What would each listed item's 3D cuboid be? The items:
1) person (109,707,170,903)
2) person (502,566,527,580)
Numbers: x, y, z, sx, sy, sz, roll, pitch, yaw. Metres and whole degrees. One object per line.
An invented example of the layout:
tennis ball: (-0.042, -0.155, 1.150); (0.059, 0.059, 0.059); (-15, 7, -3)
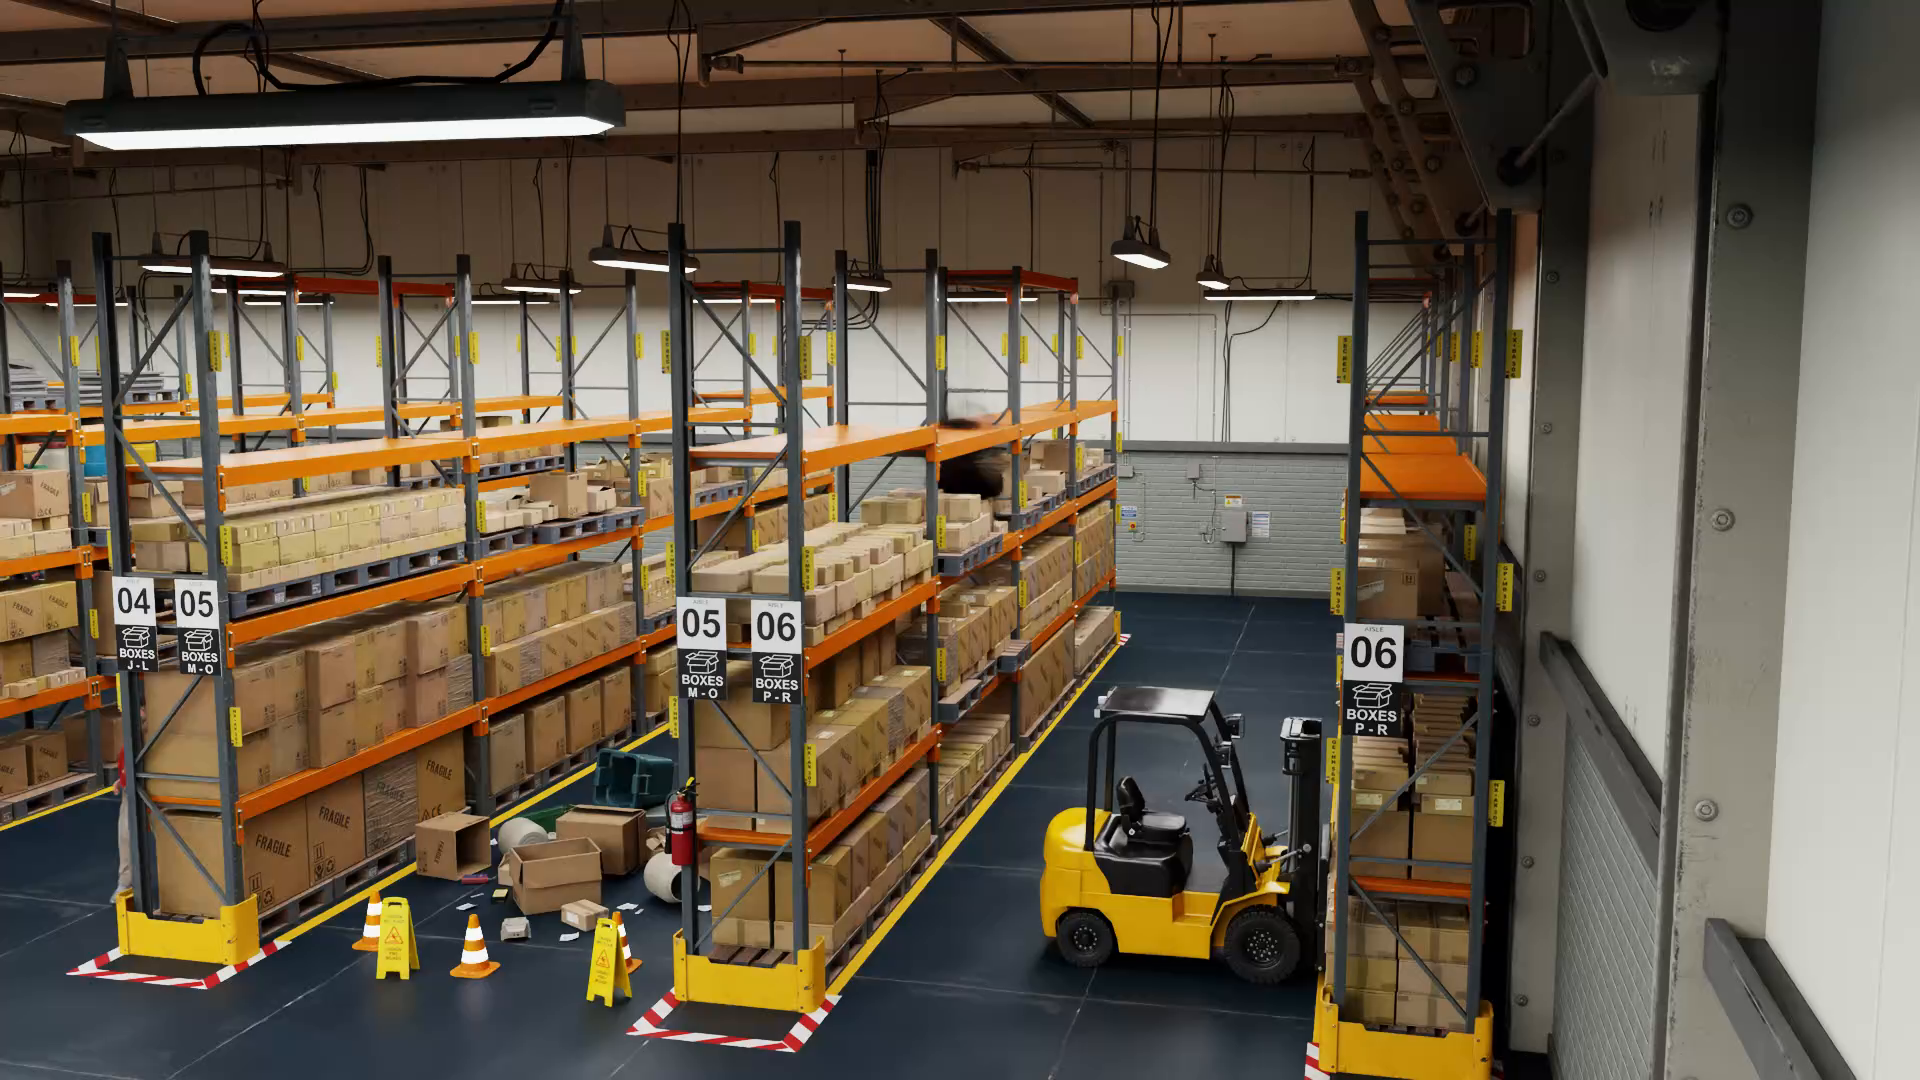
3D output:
person: (-7.586, 2.406, 15.506); (0.662, 1.716, 0.989); (1, 7, 8)
person: (-6.895, 1.142, 25.986); (0.733, 1.739, 0.618); (1, 7, 11)
